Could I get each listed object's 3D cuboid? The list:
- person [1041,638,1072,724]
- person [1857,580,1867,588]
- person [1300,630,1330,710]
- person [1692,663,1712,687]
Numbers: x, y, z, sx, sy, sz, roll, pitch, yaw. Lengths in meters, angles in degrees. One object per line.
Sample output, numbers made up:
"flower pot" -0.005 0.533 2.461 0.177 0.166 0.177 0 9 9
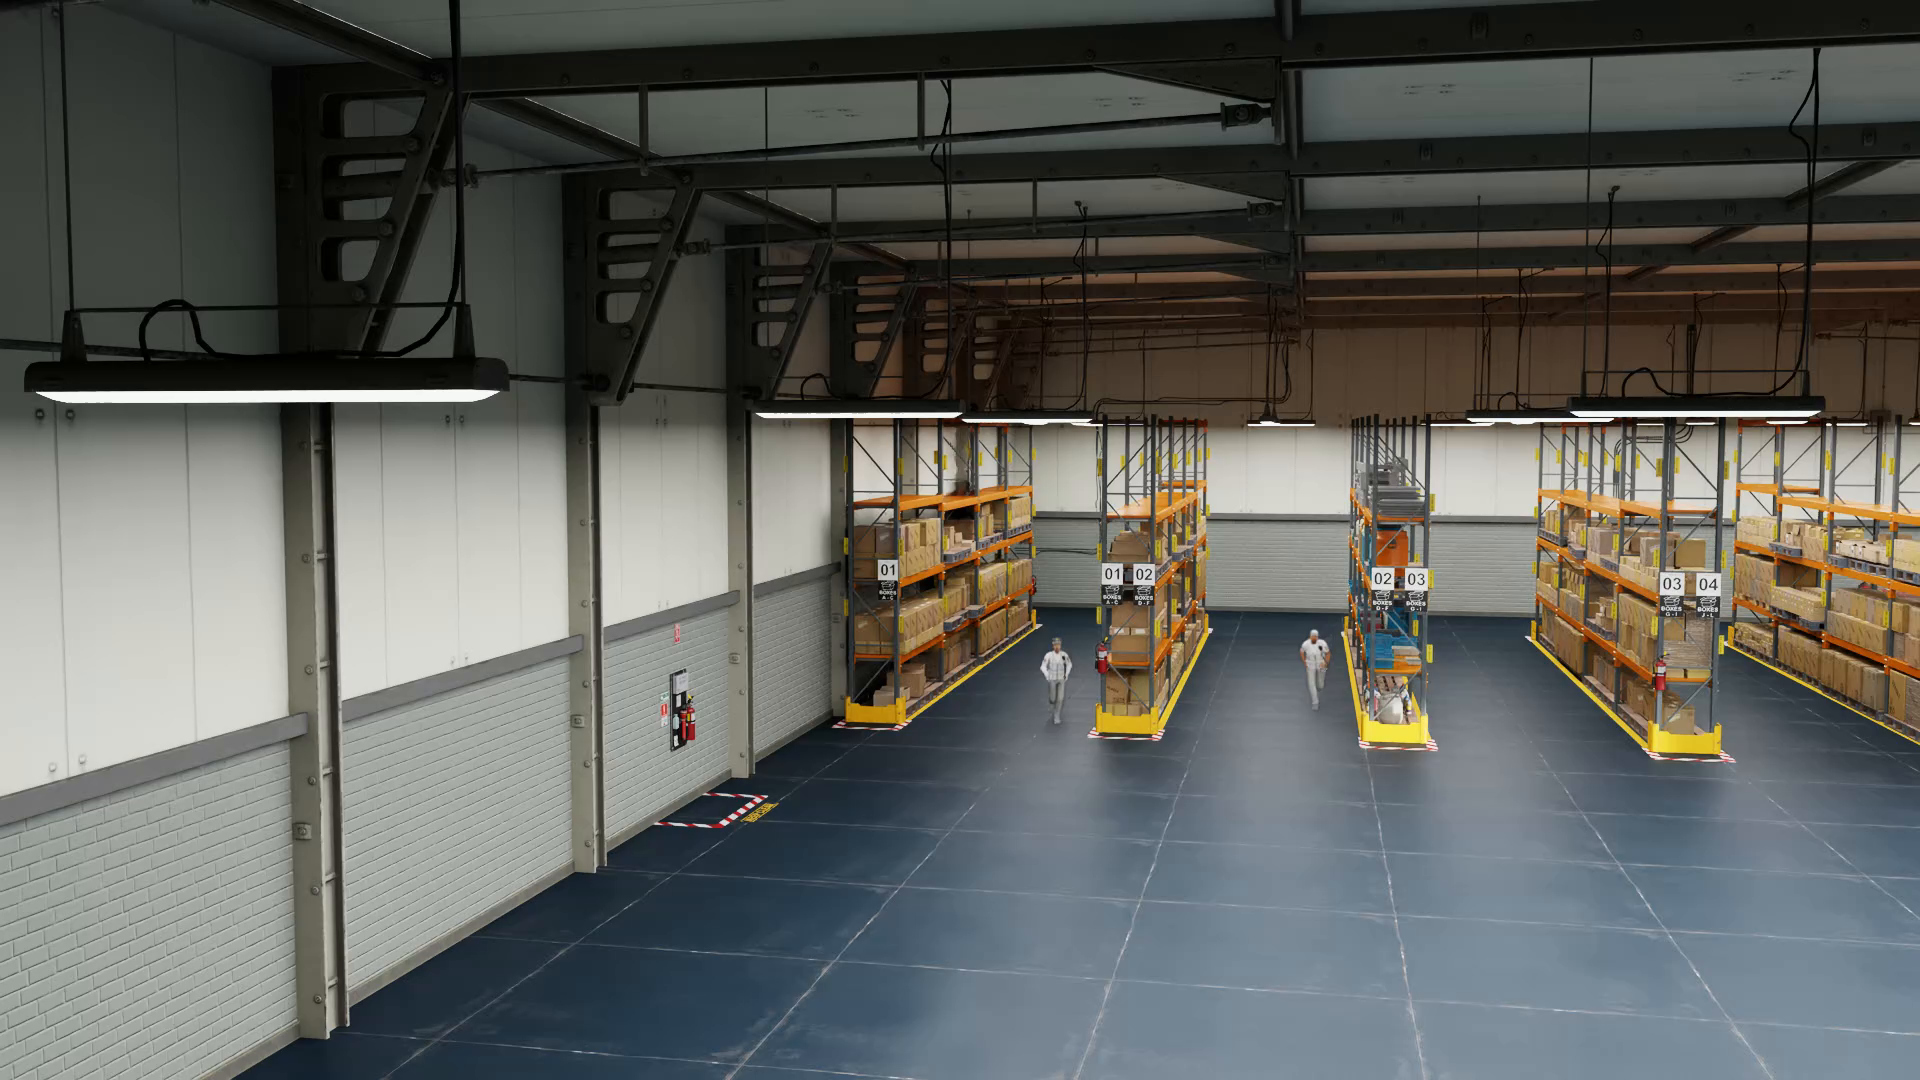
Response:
"person" 1.869 2.737 32.627 0.560 1.674 0.661 0 4 -4
"person" 24.202 1.883 44.672 0.959 1.726 0.664 0 4 -3
"person" 7.313 2.658 34.269 0.611 1.660 0.834 1 4 10
"person" 16.373 2.400 36.751 0.686 1.720 0.593 0 4 4
